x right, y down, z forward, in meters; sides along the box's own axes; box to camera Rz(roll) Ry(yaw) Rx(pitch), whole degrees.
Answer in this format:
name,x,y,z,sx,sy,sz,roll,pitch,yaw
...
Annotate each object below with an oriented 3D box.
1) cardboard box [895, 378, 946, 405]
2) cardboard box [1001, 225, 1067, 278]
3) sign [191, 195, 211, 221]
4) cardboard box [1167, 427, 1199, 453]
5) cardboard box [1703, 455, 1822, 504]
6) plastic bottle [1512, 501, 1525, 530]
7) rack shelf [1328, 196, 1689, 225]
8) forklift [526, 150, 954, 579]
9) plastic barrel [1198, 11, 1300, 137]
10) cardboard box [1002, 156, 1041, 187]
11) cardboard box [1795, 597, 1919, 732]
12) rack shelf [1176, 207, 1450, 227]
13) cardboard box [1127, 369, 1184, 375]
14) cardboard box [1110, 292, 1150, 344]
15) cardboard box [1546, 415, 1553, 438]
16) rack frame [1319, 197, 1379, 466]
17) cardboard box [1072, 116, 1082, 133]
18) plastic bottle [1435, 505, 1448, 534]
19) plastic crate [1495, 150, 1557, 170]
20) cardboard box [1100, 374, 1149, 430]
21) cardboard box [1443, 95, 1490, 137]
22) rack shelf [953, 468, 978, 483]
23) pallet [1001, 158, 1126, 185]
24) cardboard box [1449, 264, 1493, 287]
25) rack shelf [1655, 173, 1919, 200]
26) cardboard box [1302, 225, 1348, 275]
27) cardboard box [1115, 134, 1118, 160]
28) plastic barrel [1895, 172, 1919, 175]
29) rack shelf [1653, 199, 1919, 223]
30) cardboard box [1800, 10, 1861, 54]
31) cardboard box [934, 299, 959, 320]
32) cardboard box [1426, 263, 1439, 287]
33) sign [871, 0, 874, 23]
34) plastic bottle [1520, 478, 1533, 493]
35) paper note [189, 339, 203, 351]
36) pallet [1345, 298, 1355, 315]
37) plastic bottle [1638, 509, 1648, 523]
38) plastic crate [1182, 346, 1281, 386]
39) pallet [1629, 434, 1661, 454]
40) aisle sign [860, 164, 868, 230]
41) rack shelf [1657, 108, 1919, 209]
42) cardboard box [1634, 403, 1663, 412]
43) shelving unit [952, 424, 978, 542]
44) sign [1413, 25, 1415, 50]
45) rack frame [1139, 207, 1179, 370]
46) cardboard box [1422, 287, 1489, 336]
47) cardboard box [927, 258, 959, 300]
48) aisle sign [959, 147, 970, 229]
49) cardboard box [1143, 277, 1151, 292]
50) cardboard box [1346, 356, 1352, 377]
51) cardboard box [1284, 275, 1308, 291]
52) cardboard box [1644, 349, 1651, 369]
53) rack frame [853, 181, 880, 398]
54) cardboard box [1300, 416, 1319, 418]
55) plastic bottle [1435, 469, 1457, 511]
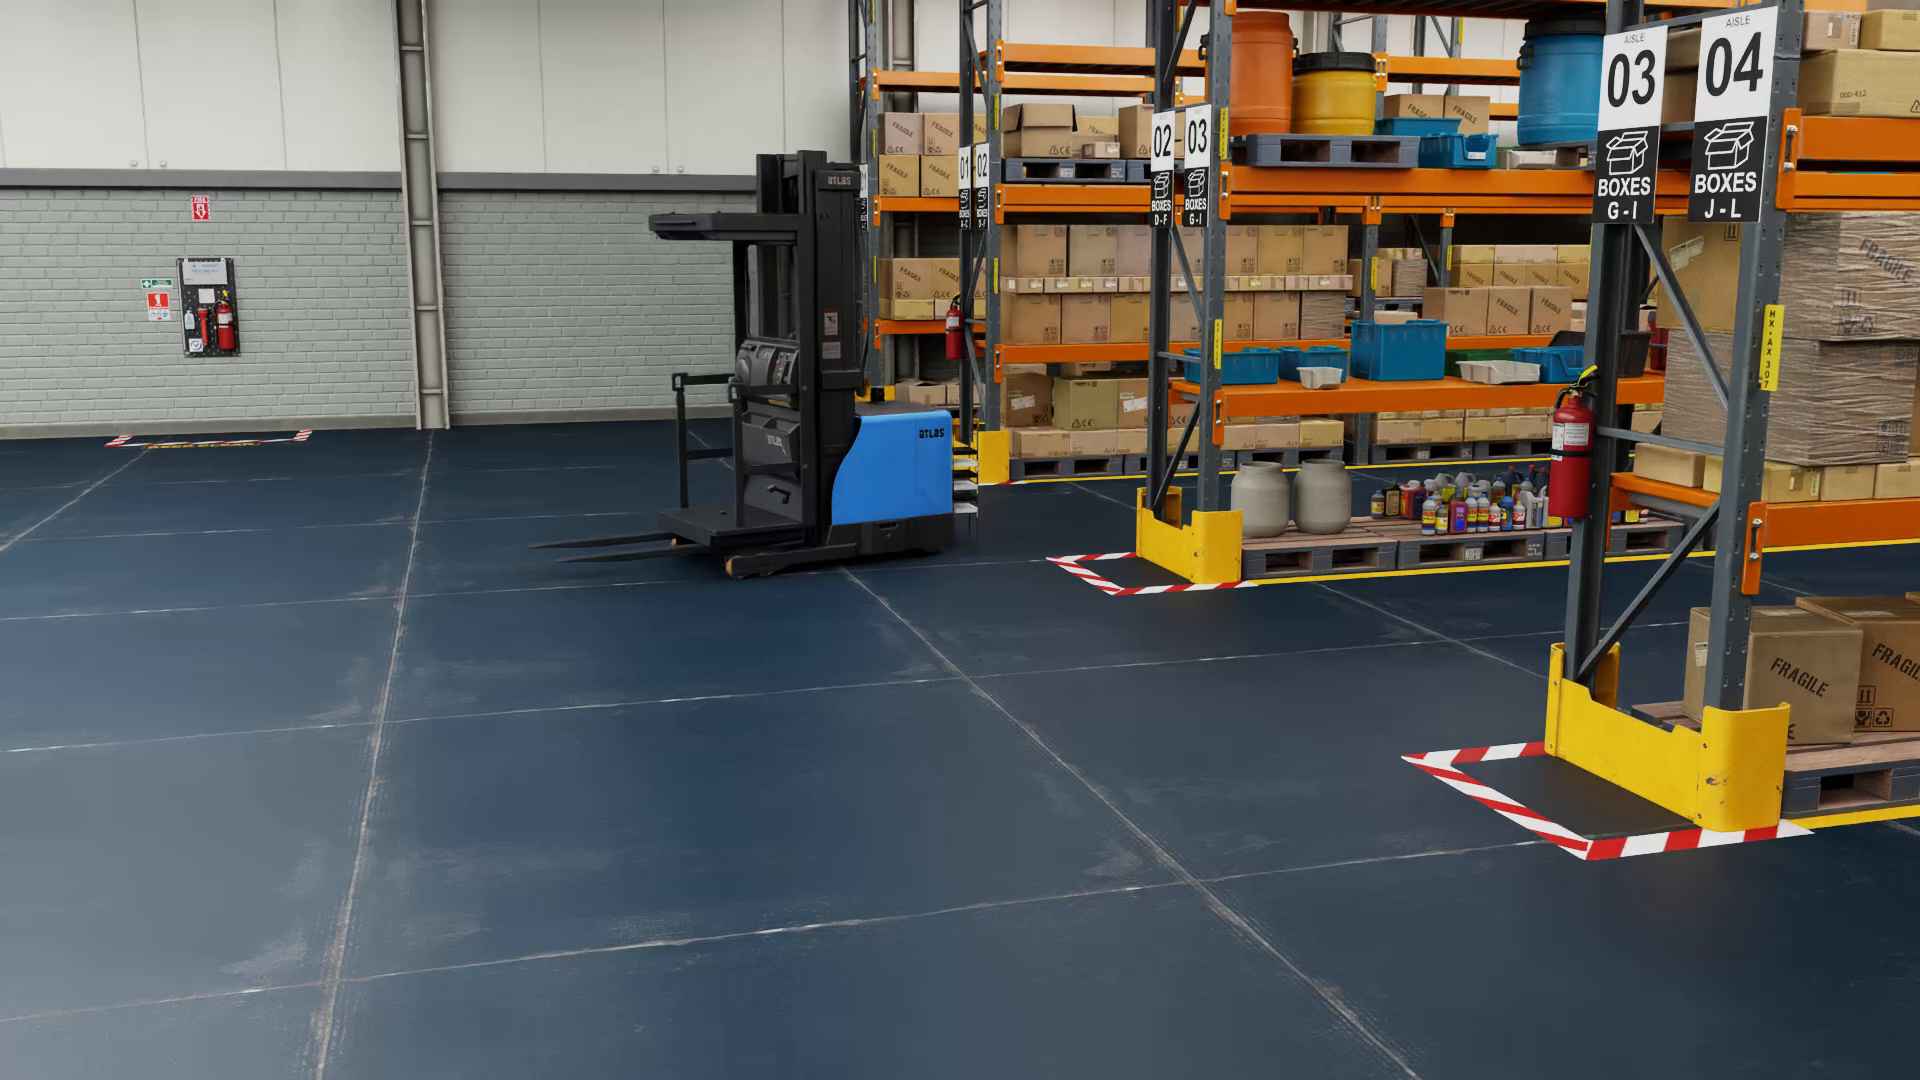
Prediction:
name,x,y,z,sx,sy,sz,roll,pitch,yaw
cardboard box,-0.509,-1.902,21.305,0.500,0.311,0.500,-4,11,-22
cardboard box,0.692,-2.839,16.324,0.500,0.500,0.700,-3,11,-16
sign,-8.948,-3.909,19.595,0.199,0.298,0.001,-3,11,-16
cardboard box,2.207,-1.046,16.878,0.500,0.250,0.500,-3,11,-16
cardboard box,3.295,-0.255,6.840,0.250,0.149,0.380,-3,11,-16
plastic bottle,4.116,-0.182,12.264,0.097,0.201,0.097,0,10,0
rack shelf,5.950,-3.553,17.762,4.000,0.370,1.077,-3,11,-16
forklift,-1.567,-1.277,11.888,3.031,2.935,1.130,-6,12,-32
plastic barrel,2.001,-3.206,11.546,0.708,0.830,0.600,-3,11,-16
cardboard box,0.724,-4.575,20.997,0.500,0.500,0.500,-2,11,-12
cardboard box,4.123,0.552,7.505,0.500,0.500,0.500,0,10,-1
rack shelf,4.562,-4.414,22.439,4.000,0.370,1.077,-3,11,-16
cardboard box,2.058,-1.508,17.316,0.500,0.500,0.500,-3,11,-16
cardboard box,1.622,-2.250,16.706,0.500,0.500,0.700,-3,11,-16
cardboard box,6.456,-1.266,18.074,0.500,0.250,0.500,-3,11,-15
rack frame,4.030,-2.330,17.419,0.127,3.000,1.000,-3,11,-16
cardboard box,1.215,-5.087,21.015,0.500,0.500,0.500,-3,11,-18
plastic bottle,3.498,-0.149,12.087,0.097,0.201,0.097,0,10,0
plastic crate,3.983,-2.663,11.670,0.396,0.136,0.243,-3,11,-16
cardboard box,1.723,-1.392,16.689,0.500,0.500,0.500,-3,11,-16
cardboard box,5.174,-4.364,17.366,0.500,0.500,0.500,-2,11,-10
rack shelf,0.008,-0.499,12.957,0.200,0.077,0.258,-3,11,-16
pallet,0.876,-3.591,16.226,1.213,0.211,1.003,-3,11,-16
cardboard box,7.020,-3.579,23.049,0.500,0.500,0.500,-3,11,-14
rack shelf,7.331,-2.691,13.084,4.000,0.370,1.077,-3,11,-16
cardboard box,3.606,-2.994,17.164,0.500,0.500,0.700,-3,11,-16
cardboard box,1.755,-3.967,16.723,0.500,0.311,0.500,-2,11,-9
plastic barrel,7.774,-3.321,13.329,0.708,0.830,0.600,-3,11,-16
rack shelf,9.791,-3.755,18.862,4.000,0.370,1.077,-3,11,-16
cardboard box,3.284,-1.977,6.527,0.250,0.149,0.380,-3,11,-16
cardboard box,-0.147,-2.923,20.998,0.500,0.250,0.500,-3,11,-18
cardboard box,6.862,-3.669,23.536,0.500,0.500,0.500,-3,11,-16
sign,-1.047,-6.343,19.849,0.005,0.325,0.100,-3,11,-16
plastic bottle,4.414,-0.346,12.964,0.097,0.271,0.097,0,10,0
paper note,-9.102,-2.322,19.809,0.142,0.148,0.016,-3,11,-16
pallet,4.593,-3.192,22.630,1.213,0.211,1.003,-3,11,-16
plastic bottle,5.150,-0.236,12.560,0.097,0.201,0.097,0,10,0
plastic crate,1.967,-1.271,12.075,0.616,0.251,0.499,-3,11,-16
pallet,7.069,-1.126,18.581,1.213,0.211,1.003,-3,11,-16
aisle sign,-1.184,-4.211,20.458,0.004,0.787,0.394,-3,11,-16
rack shelf,4.875,-1.628,7.307,4.000,0.370,1.077,-3,11,-16
cardboard box,7.436,-1.593,18.302,0.500,0.311,0.500,-3,11,-14
shelving unit,0.008,-0.443,12.967,0.210,0.900,0.258,-3,11,-16
sign,6.324,-6.977,23.076,0.005,0.325,0.100,-3,11,-16
rack frame,2.642,-3.191,22.095,0.127,3.000,1.000,-3,11,-16
cardboard box,5.278,-2.442,17.750,0.500,0.500,0.500,-2,11,-12
cardboard box,-0.179,-3.289,20.914,0.500,0.500,0.500,-3,11,-16
aisle sign,0.044,-3.454,16.343,0.004,0.787,0.394,-3,11,-16
cardboard box,1.862,-2.544,16.512,0.250,0.149,0.380,-3,11,-17
cardboard box,5.279,-2.329,23.103,0.500,0.500,0.700,-3,11,-16
cardboard box,3.340,-2.621,16.934,0.250,0.149,0.380,-3,11,-18
cardboard box,9.735,-2.690,24.150,0.750,0.750,0.750,-3,11,-15
rack frame,-1.199,-2.989,20.996,0.127,3.000,1.000,-3,11,-16
cardboard box,3.500,-1.214,17.789,0.500,0.250,0.500,-3,11,-16
plastic bottle,3.752,-0.373,12.891,0.185,0.351,0.144,-3,11,-14
